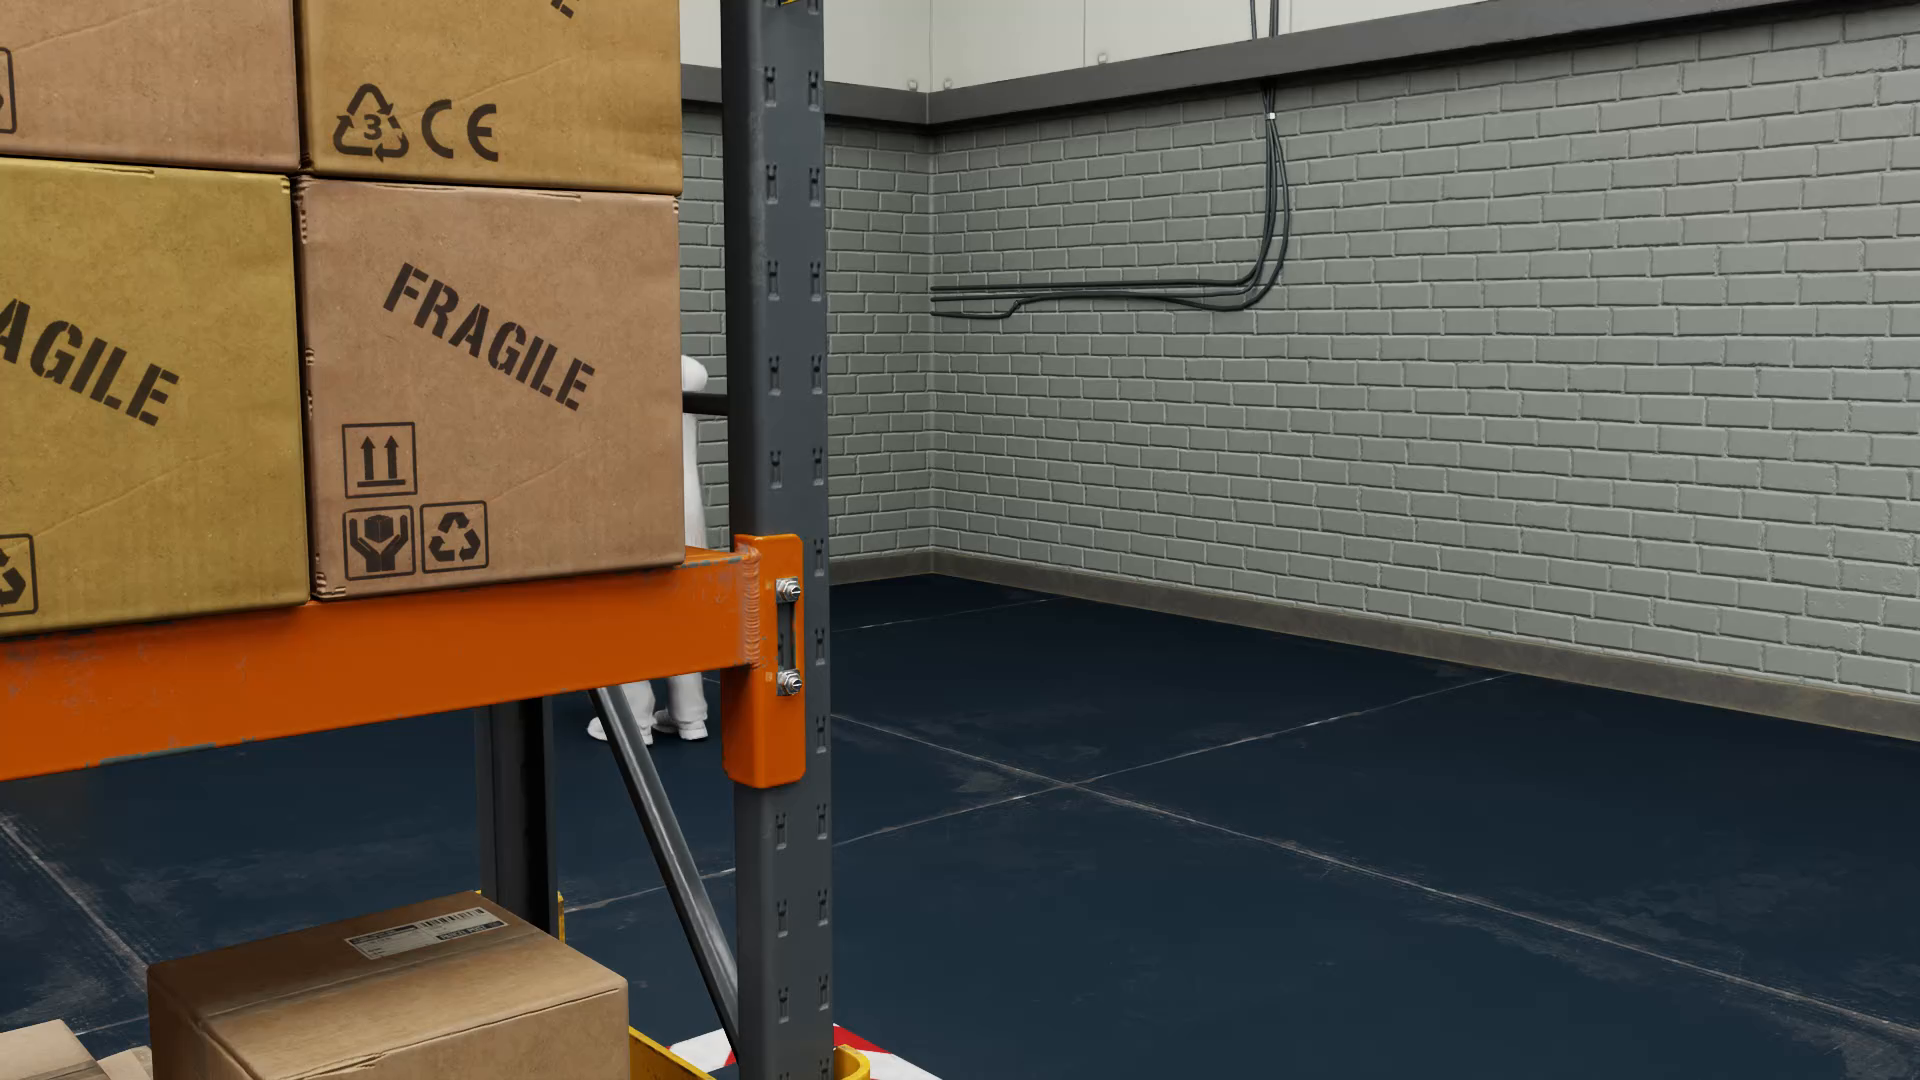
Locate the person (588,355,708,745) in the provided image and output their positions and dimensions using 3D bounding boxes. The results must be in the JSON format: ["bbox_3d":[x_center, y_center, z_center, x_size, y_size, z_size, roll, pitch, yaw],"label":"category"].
[{"bbox_3d":[-1.284,-0.092,6.571,0.527,1.780,0.551,-6,10,-42],"label":"person"}]
